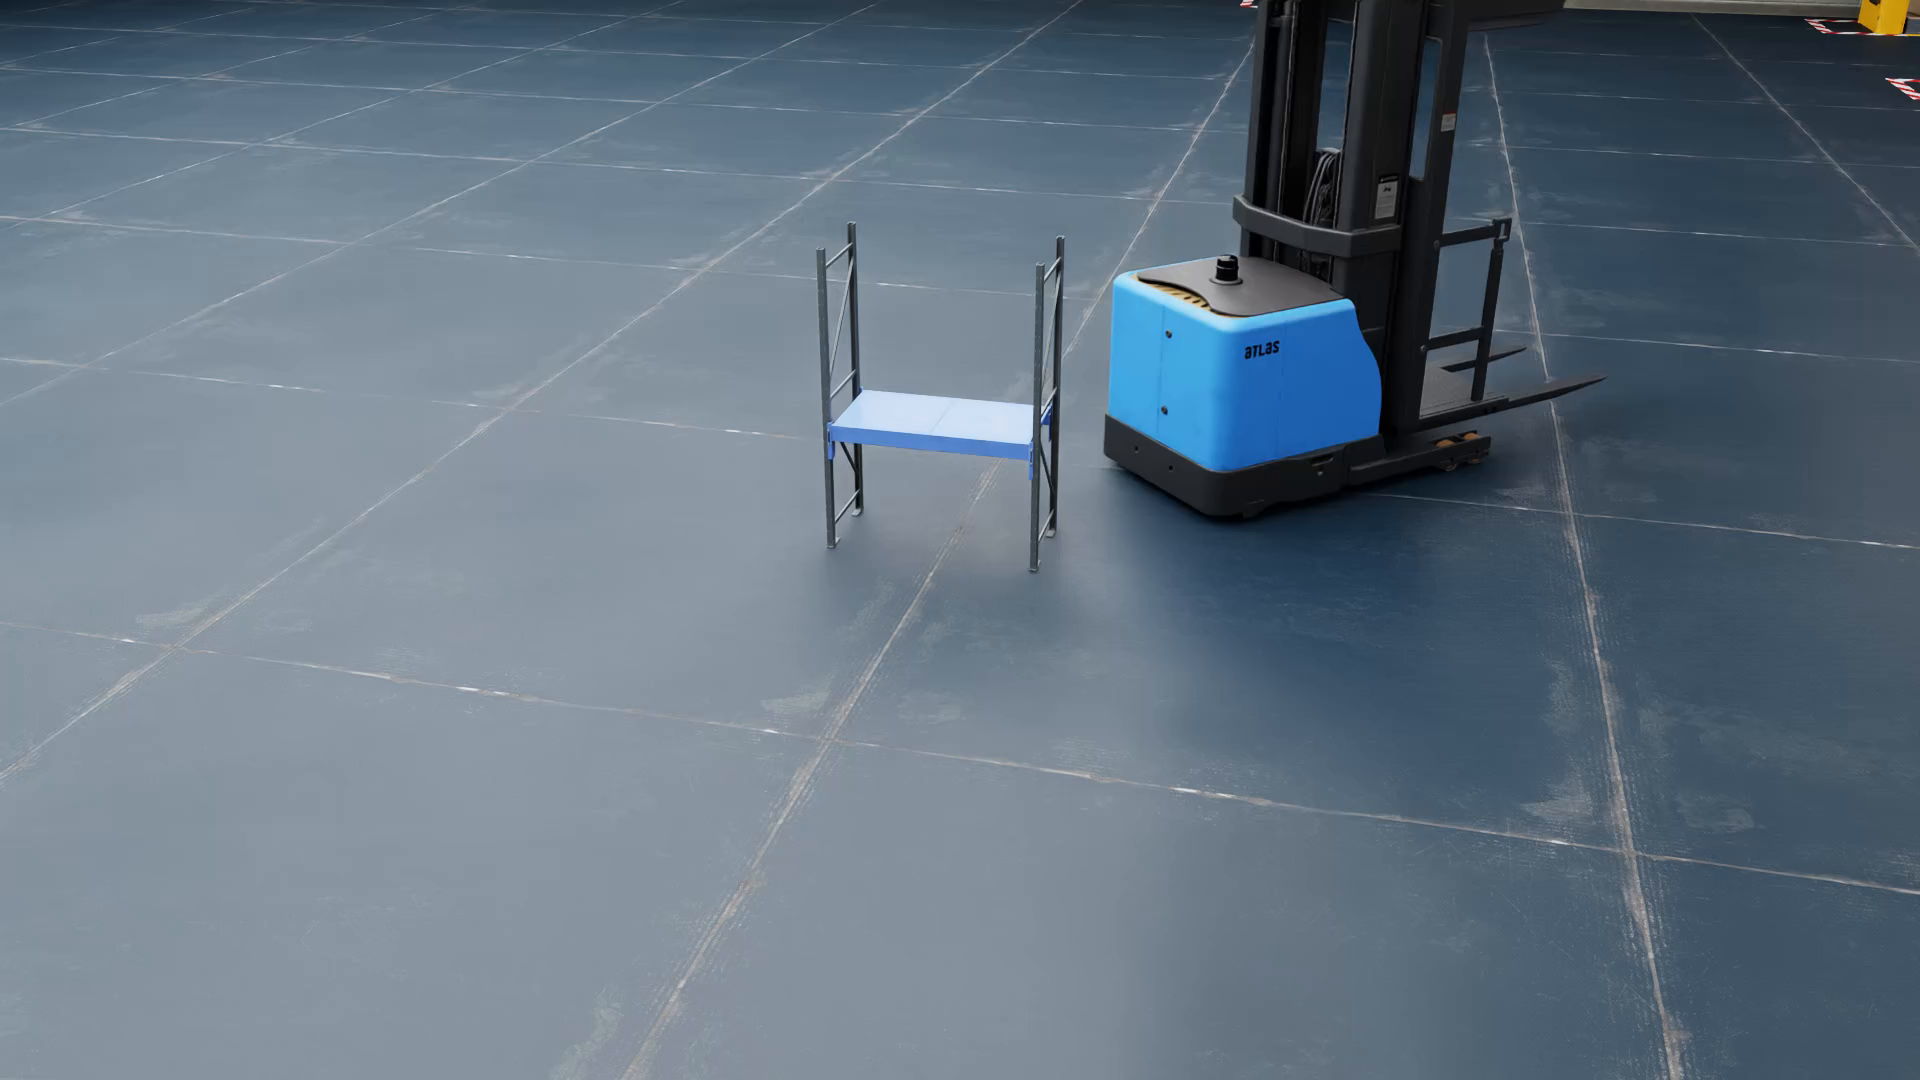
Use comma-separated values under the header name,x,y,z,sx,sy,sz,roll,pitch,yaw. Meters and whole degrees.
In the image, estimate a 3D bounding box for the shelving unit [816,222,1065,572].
name,x,y,z,sx,sy,sz,roll,pitch,yaw
shelving unit,-0.083,-0.686,7.947,1.048,1.500,0.538,6,26,13

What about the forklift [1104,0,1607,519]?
name,x,y,z,sx,sy,sz,roll,pitch,yaw
forklift,2.318,-1.880,8.789,3.031,2.935,1.130,-14,29,-27

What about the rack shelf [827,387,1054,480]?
name,x,y,z,sx,sy,sz,roll,pitch,yaw
rack shelf,-0.083,-0.524,8.024,1.000,0.185,0.538,6,26,13

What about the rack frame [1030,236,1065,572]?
name,x,y,z,sx,sy,sz,roll,pitch,yaw
rack frame,0.410,-0.632,7.832,0.032,1.500,0.500,6,26,13

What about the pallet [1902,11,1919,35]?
name,x,y,z,sx,sy,sz,roll,pitch,yaw
pallet,13.687,-7.182,23.089,1.213,0.211,1.003,6,26,13

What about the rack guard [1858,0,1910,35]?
name,x,y,z,sx,sy,sz,roll,pitch,yaw
rack guard,12.909,-7.414,23.241,0.348,0.500,1.175,6,26,13

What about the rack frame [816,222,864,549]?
name,x,y,z,sx,sy,sz,roll,pitch,yaw
rack frame,-0.575,-0.741,8.061,0.032,1.500,0.500,6,26,13

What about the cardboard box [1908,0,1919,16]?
name,x,y,z,sx,sy,sz,roll,pitch,yaw
cardboard box,13.483,-7.424,22.969,0.500,0.311,0.500,3,26,7

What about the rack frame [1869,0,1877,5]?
name,x,y,z,sx,sy,sz,roll,pitch,yaw
rack frame,12.835,-8.550,22.720,0.127,3.000,1.000,6,26,13
